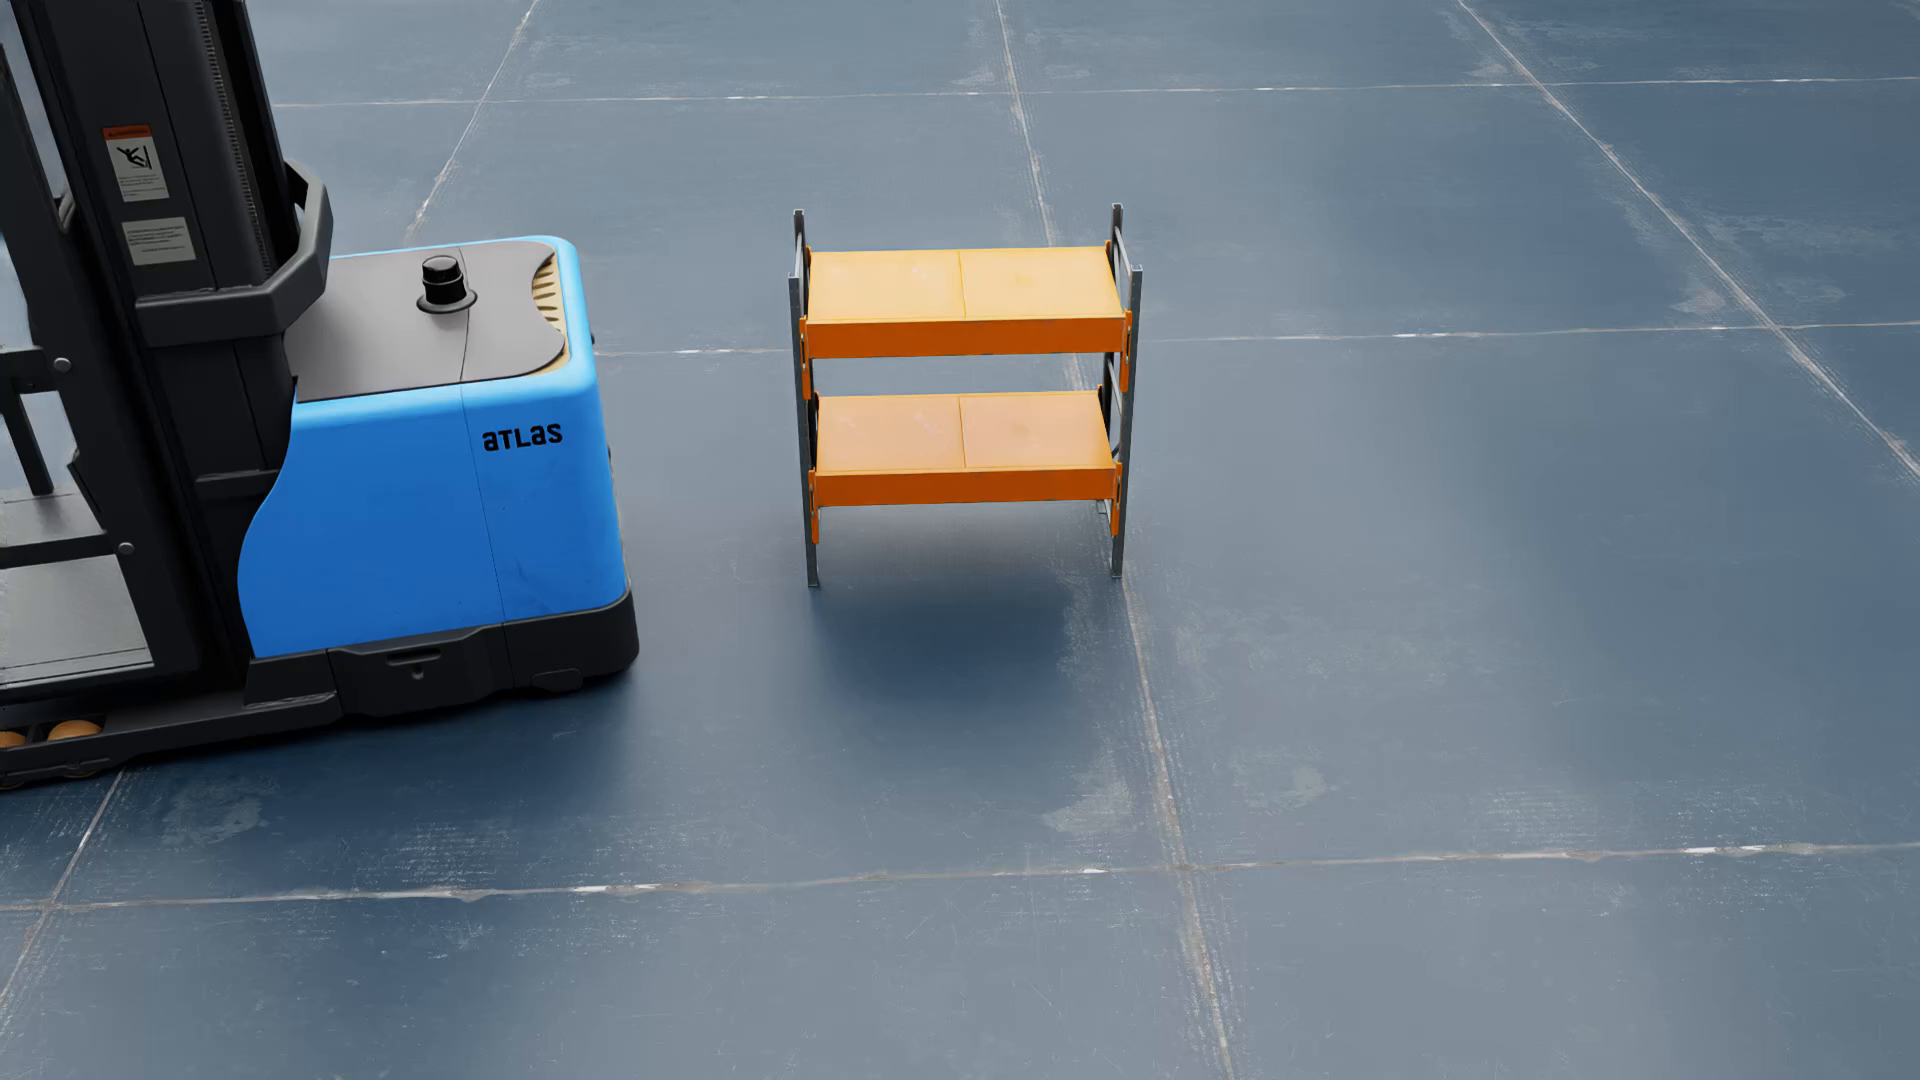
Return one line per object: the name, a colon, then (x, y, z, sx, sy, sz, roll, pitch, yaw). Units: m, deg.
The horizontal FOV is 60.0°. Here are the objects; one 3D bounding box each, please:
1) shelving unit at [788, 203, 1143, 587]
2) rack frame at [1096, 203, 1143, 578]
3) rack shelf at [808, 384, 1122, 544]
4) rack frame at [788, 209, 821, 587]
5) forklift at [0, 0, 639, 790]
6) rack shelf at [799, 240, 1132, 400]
shelving unit: (0.007, -0.463, 5.430, 1.048, 1.125, 0.538, -2, 35, -2)
rack frame: (0.515, -0.476, 5.450, 0.032, 1.125, 0.500, -2, 35, -2)
rack shelf: (0.007, -0.262, 5.569, 1.000, 0.278, 0.538, -2, 35, -2)
rack frame: (-0.501, -0.449, 5.410, 0.032, 1.125, 0.500, -2, 35, -2)
forklift: (-2.563, -0.829, 4.373, 3.031, 2.935, 1.130, -8, 36, -12)
rack shelf: (0.007, -0.703, 5.264, 1.000, 0.278, 0.538, -2, 35, -2)
